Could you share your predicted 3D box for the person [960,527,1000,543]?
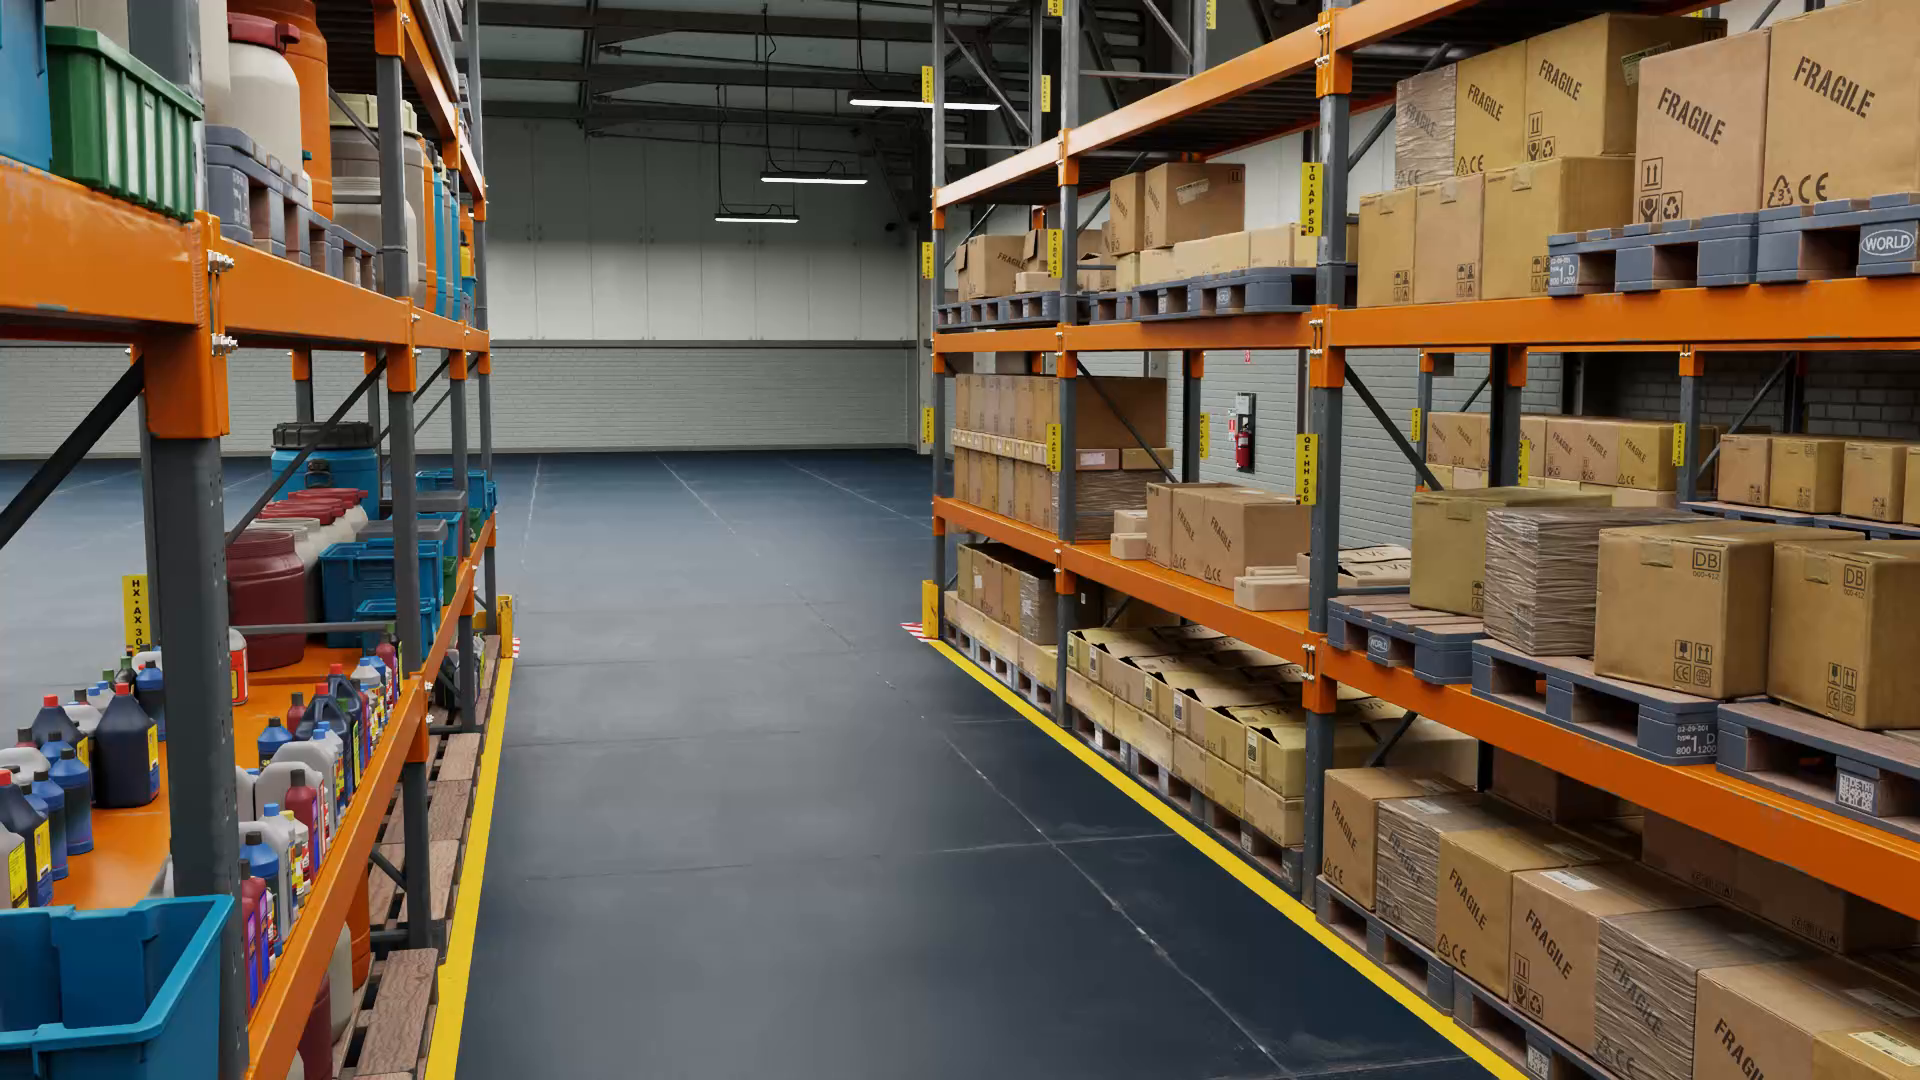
[{"bbox_3d":[0.180,-0.058,16.752,0.541,1.653,0.453,-3,7,-27],"label":"person"}]
